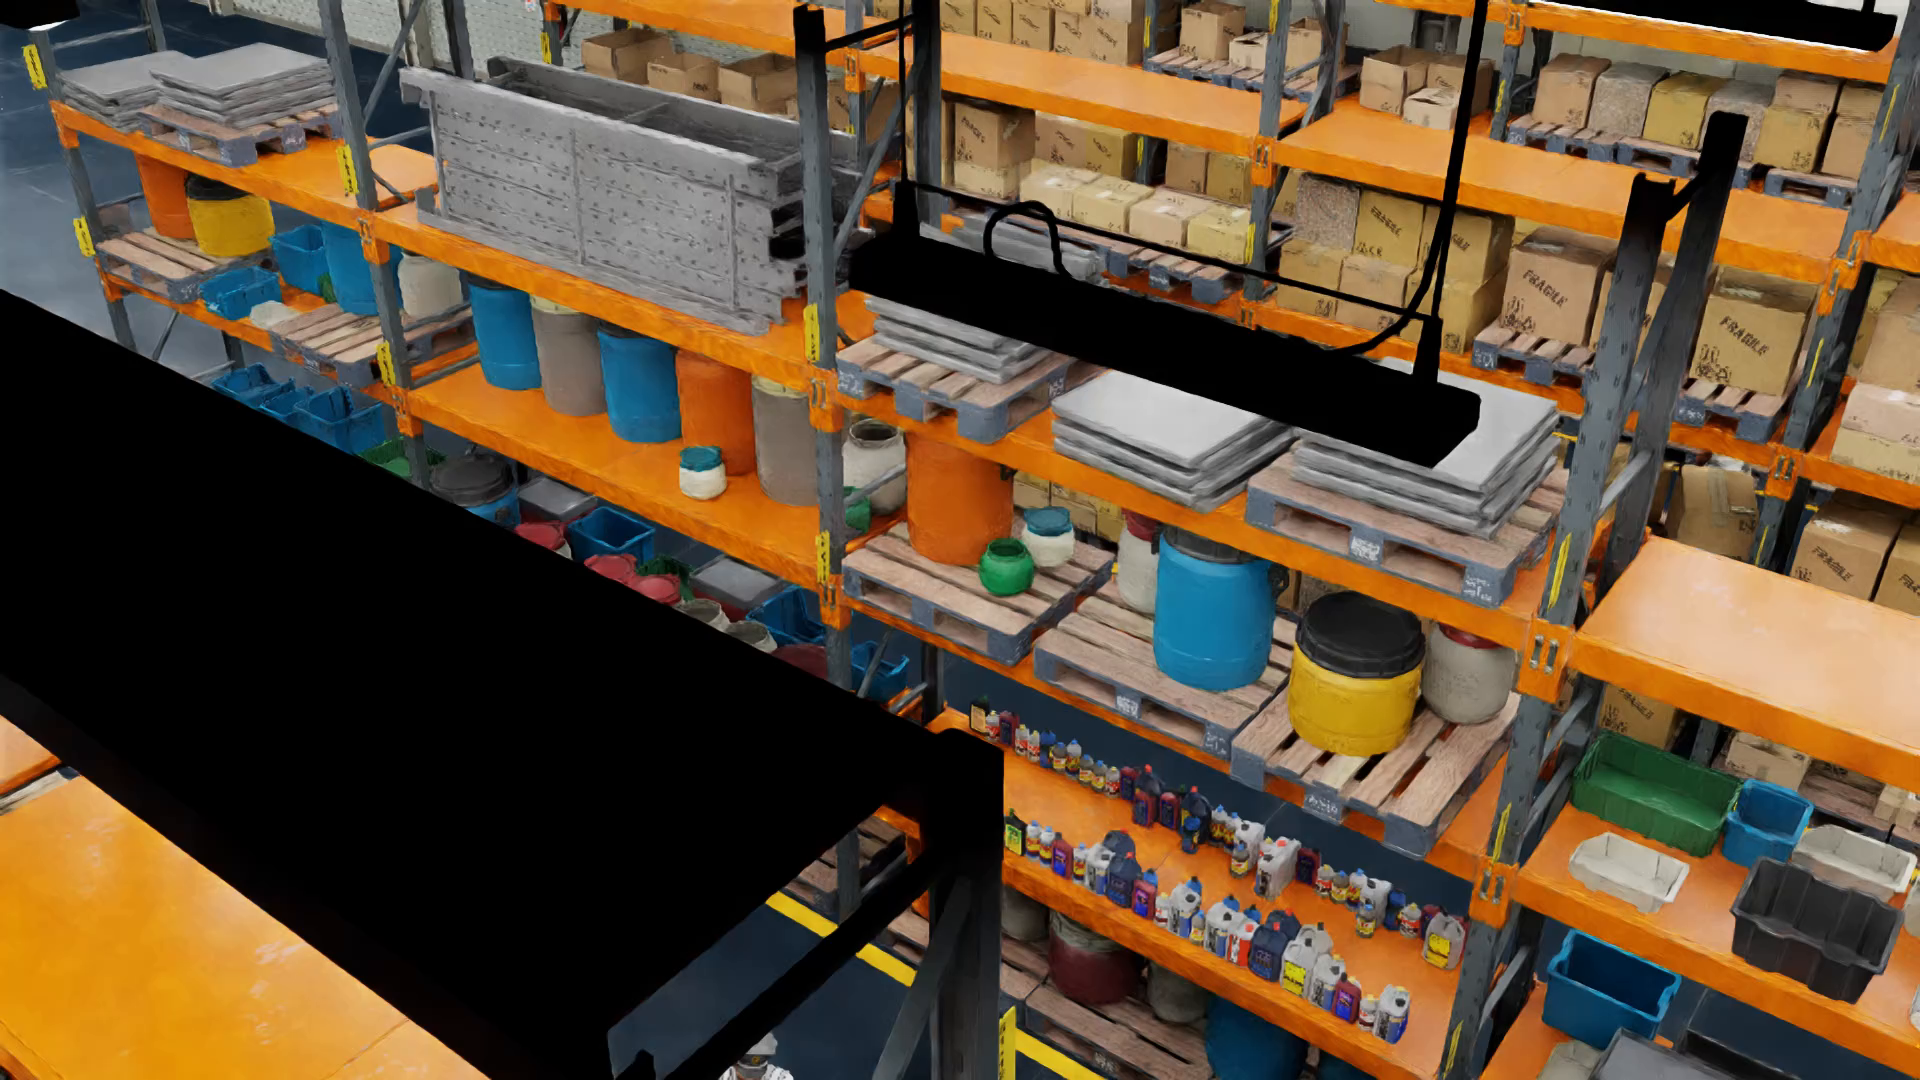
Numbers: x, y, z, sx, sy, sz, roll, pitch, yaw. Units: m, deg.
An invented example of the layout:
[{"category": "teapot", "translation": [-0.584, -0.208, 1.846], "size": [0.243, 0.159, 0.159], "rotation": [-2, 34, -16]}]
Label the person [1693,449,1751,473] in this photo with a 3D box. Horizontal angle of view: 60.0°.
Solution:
[{"category": "person", "translation": [6.661, -0.666, 14.708], "size": [1.042, 1.733, 0.577], "rotation": [21, 37, 30]}]

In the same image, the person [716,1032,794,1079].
[{"category": "person", "translation": [-1.027, 3.155, 8.480], "size": [0.553, 1.684, 0.426], "rotation": [5, 32, 9]}]
